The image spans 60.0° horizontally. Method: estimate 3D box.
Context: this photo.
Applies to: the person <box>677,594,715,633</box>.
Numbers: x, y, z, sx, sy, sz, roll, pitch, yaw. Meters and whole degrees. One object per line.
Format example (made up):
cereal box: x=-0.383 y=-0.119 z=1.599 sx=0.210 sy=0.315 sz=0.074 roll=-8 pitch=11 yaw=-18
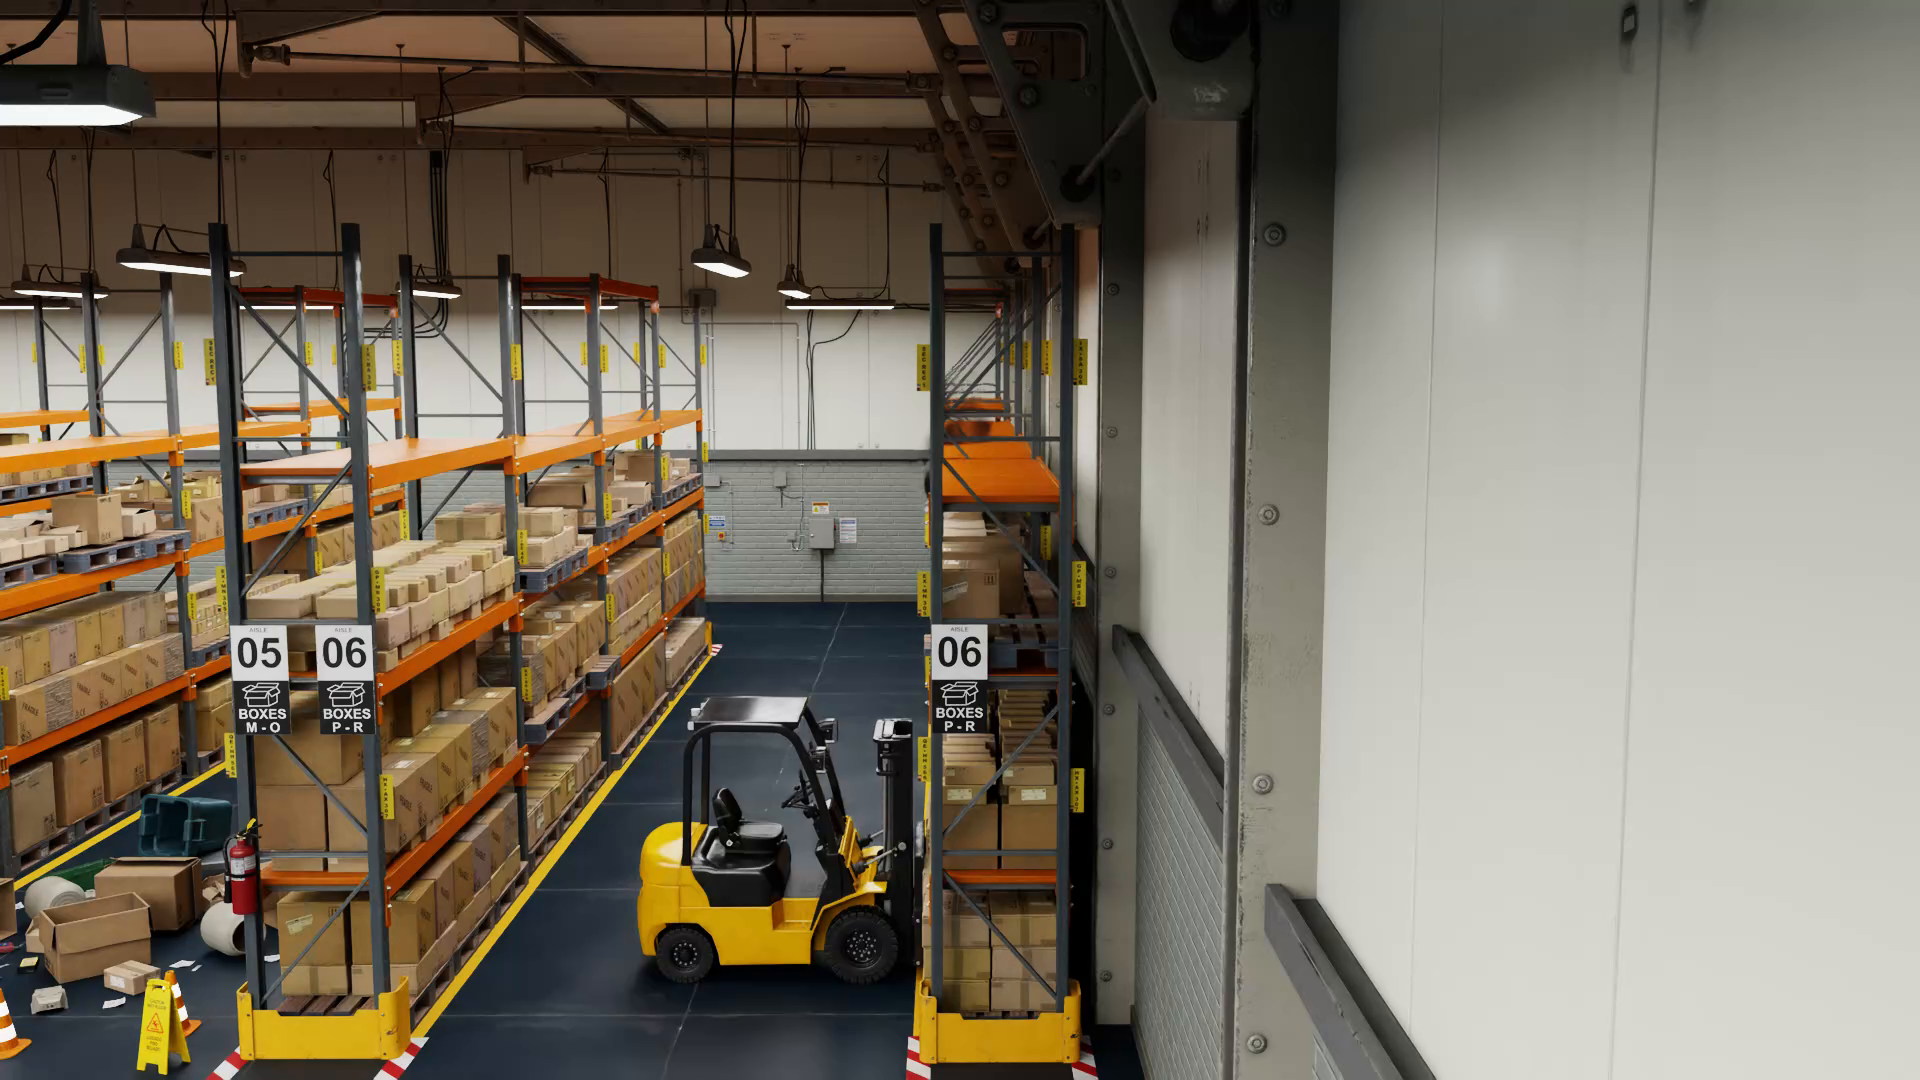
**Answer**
person: x=-4.796 y=0.927 z=29.256 sx=0.898 sy=1.667 sz=0.769 roll=1 pitch=7 yaw=9
